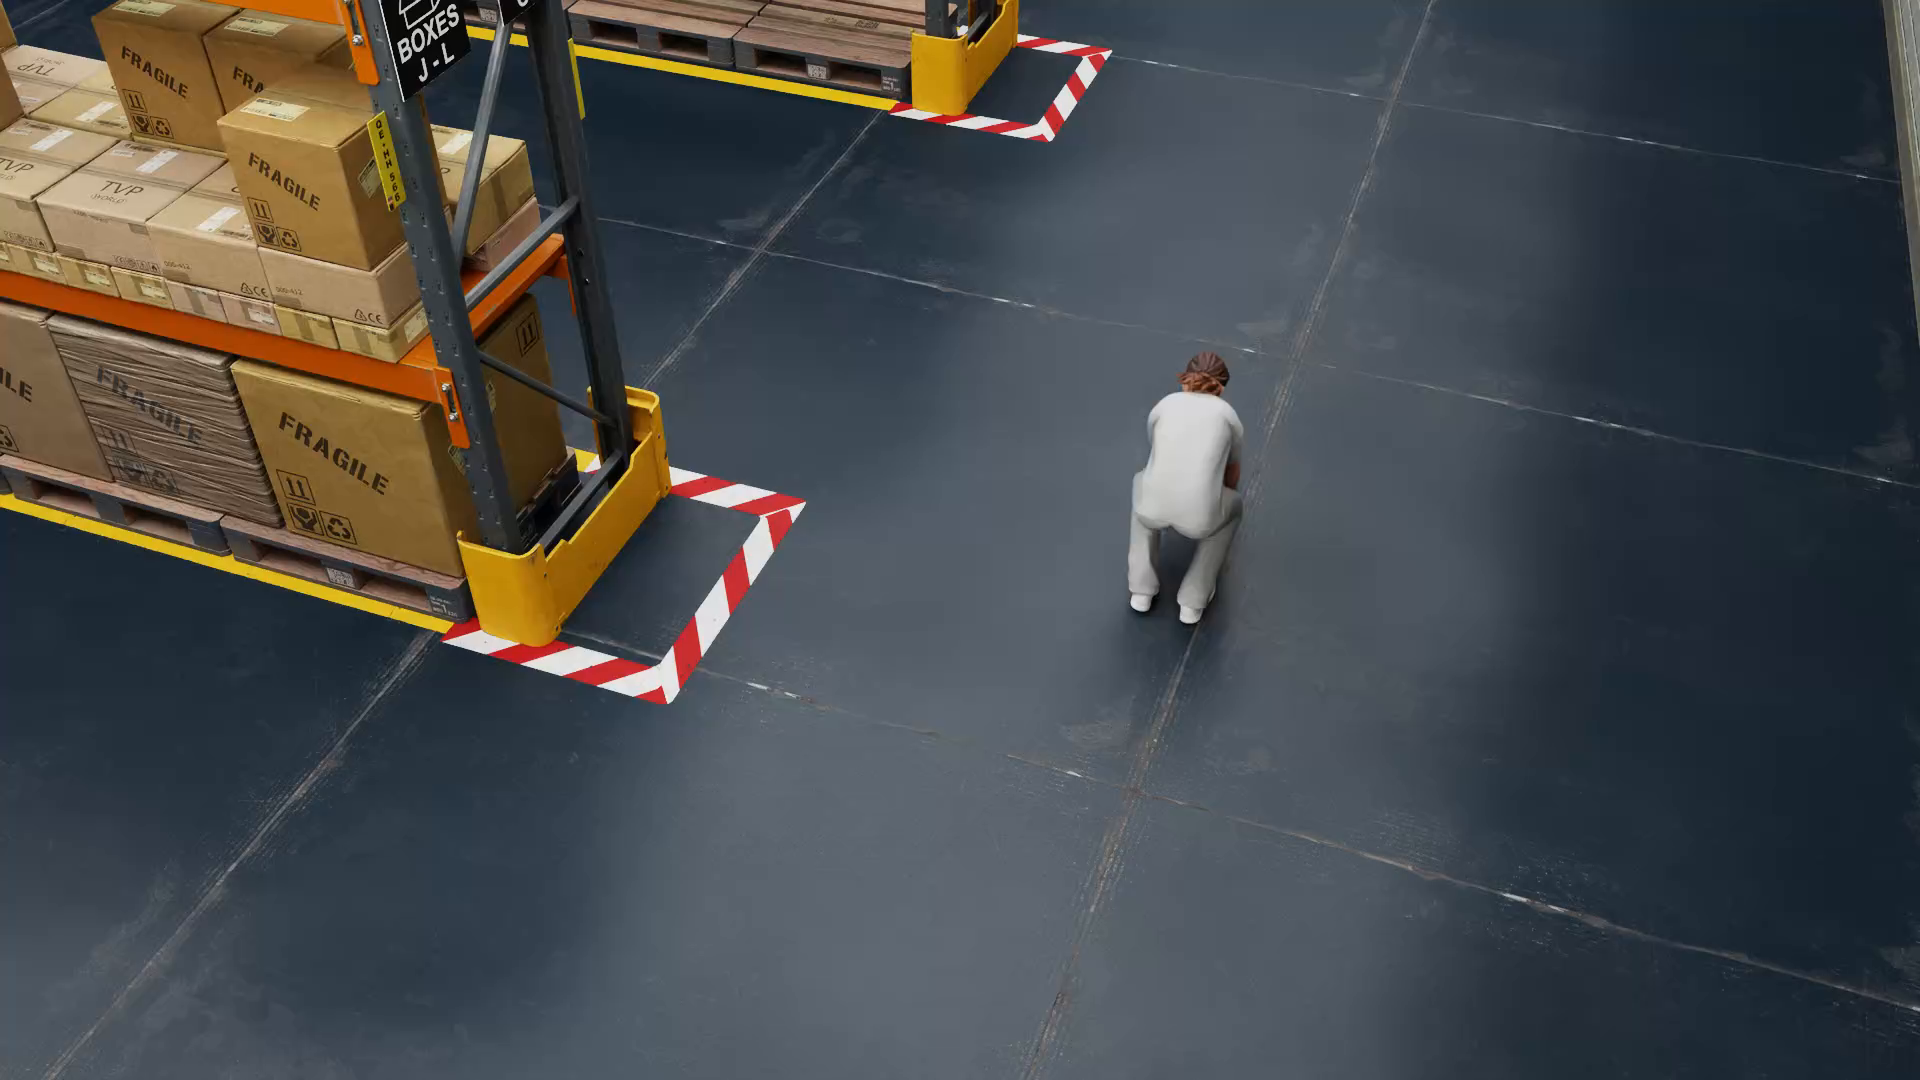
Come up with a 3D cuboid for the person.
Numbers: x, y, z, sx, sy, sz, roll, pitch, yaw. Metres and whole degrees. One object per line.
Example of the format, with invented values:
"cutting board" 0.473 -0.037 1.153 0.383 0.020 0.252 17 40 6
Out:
"person" 0.949 -0.259 6.928 0.405 1.042 0.865 12 43 13
